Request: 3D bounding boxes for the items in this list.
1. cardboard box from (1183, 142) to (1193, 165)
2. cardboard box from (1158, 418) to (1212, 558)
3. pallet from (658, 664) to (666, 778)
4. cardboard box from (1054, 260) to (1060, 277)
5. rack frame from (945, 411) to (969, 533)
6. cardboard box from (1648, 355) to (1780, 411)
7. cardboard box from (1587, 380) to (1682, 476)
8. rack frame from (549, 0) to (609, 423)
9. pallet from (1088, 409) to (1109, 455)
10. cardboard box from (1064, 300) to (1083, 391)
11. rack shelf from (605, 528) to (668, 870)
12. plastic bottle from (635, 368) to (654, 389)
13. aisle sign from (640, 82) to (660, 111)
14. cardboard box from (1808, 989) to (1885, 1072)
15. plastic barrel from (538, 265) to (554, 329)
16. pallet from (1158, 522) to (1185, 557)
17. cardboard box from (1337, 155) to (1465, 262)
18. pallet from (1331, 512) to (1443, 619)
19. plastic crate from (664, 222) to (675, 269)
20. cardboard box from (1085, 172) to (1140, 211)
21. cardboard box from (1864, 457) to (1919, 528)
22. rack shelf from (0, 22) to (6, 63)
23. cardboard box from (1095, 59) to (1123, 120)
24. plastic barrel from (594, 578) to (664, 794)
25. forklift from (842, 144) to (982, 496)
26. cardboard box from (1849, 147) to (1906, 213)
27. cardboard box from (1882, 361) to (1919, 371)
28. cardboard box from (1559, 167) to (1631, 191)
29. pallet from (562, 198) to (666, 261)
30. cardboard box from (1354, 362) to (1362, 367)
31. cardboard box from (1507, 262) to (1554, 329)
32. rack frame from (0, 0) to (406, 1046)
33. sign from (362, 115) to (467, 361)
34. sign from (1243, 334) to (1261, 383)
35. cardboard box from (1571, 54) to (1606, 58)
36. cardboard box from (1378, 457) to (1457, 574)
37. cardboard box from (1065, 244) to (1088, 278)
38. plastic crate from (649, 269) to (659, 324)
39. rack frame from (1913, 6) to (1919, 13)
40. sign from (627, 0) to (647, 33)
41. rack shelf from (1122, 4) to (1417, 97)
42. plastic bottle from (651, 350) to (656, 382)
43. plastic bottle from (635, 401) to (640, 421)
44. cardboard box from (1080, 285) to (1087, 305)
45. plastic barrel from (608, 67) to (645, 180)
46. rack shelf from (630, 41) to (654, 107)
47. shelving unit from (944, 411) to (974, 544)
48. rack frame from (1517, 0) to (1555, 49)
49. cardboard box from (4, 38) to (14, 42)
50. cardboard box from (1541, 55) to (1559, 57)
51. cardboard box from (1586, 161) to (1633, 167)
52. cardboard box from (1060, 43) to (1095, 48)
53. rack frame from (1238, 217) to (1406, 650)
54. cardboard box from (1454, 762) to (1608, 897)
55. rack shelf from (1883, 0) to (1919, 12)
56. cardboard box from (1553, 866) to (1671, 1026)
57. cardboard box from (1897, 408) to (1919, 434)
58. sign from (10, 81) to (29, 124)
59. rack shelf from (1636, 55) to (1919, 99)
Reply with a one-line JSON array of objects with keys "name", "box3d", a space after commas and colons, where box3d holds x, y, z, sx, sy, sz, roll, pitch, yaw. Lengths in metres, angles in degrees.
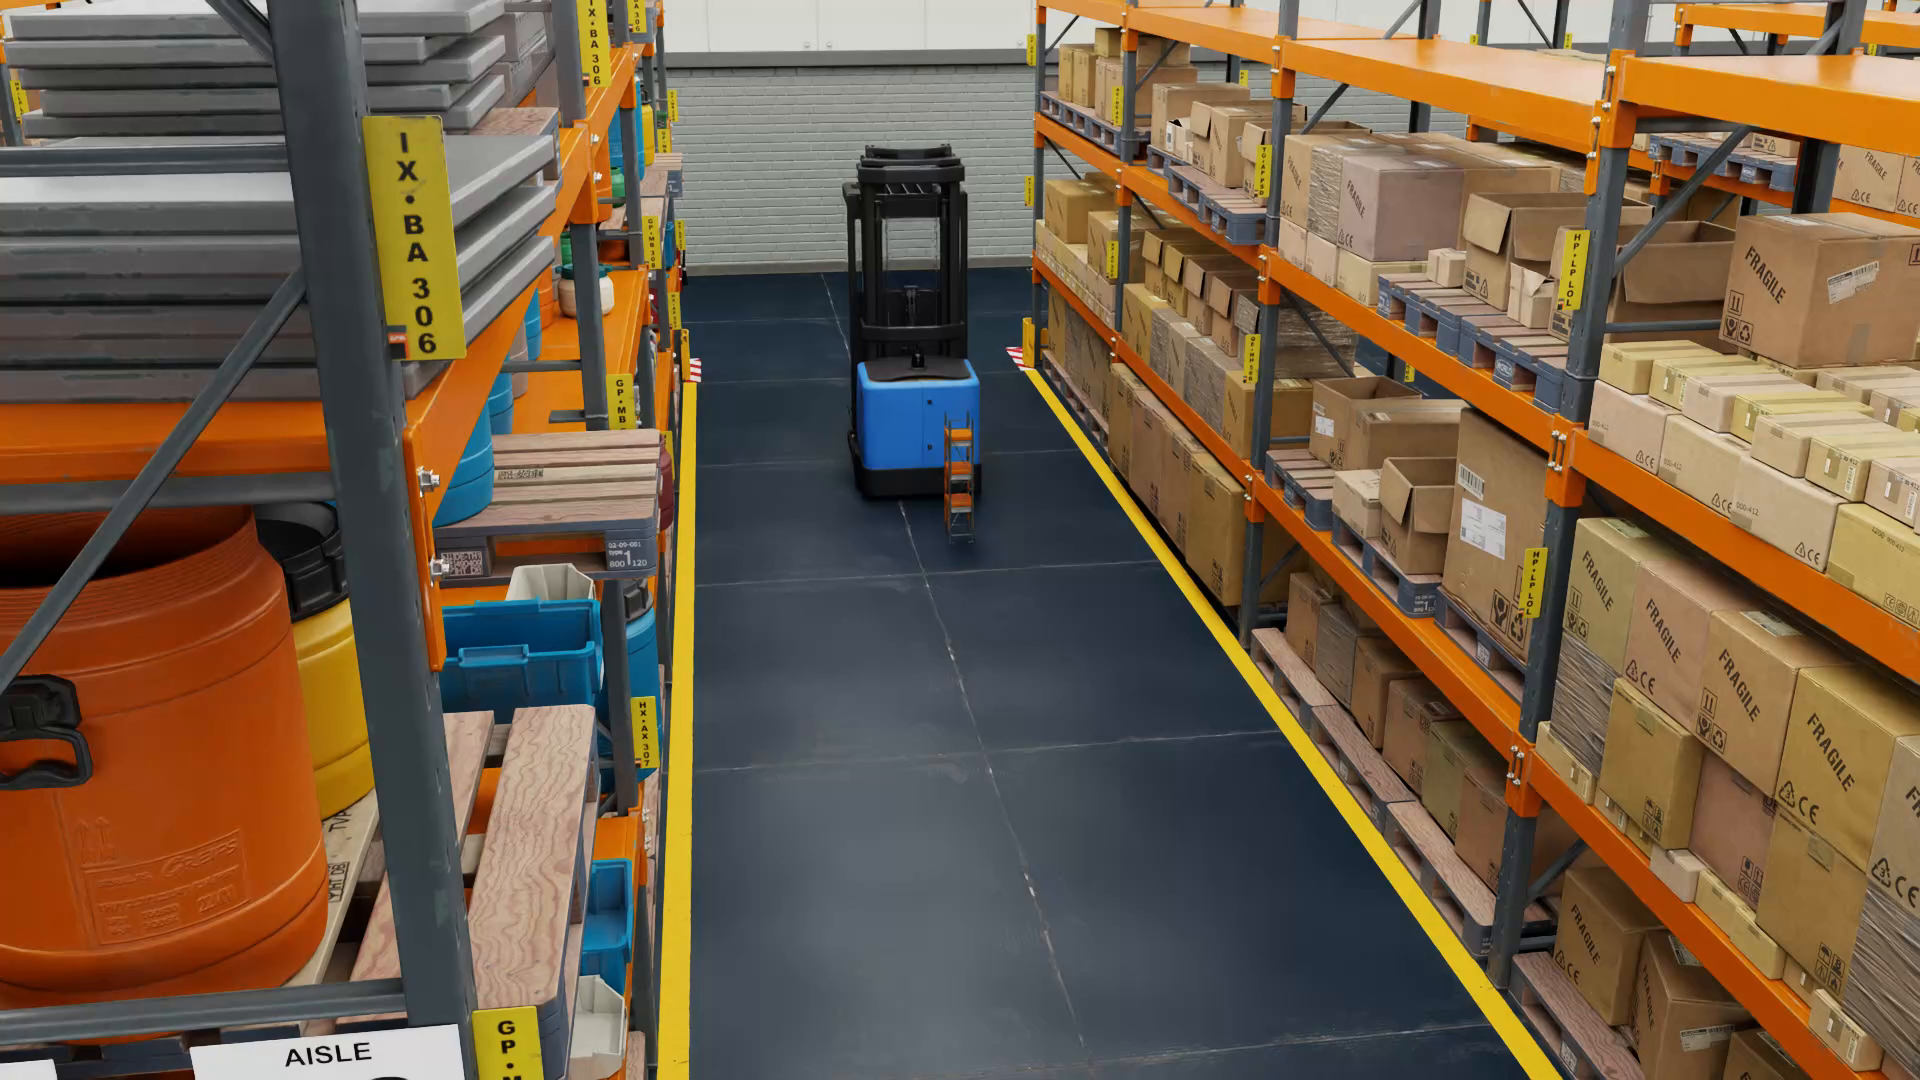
[{"name": "cardboard box", "box3d": [1.964, -3.028, 13.008, 0.380, 0.149, 0.250, -4, 21, -10]}, {"name": "cardboard box", "box3d": [2.274, -0.432, 13.023, 1.225, 0.875, 0.875, -3, 21, -8]}, {"name": "pallet", "box3d": [-2.354, 1.144, 10.350, 1.003, 0.211, 1.213, -3, 21, -8]}, {"name": "cardboard box", "box3d": [1.196, -2.839, 17.389, 0.380, 0.149, 0.250, -3, 21, -9]}, {"name": "rack frame", "box3d": [-0.025, -0.553, 13.695, 0.200, 1.050, 0.008, -3, 21, -8]}, {"name": "cardboard box", "box3d": [2.898, -0.602, 6.398, 0.380, 0.149, 0.250, -4, 21, -10]}, {"name": "cardboard box", "box3d": [2.862, -0.463, 6.596, 0.500, 0.250, 0.500, -4, 21, -10]}, {"name": "rack frame", "box3d": [-1.851, -1.857, 5.828, 1.000, 3.000, 0.127, -3, 21, -8]}, {"name": "pallet", "box3d": [1.865, -1.028, 16.166, 1.003, 0.211, 1.213, -3, 21, -8]}, {"name": "cardboard box", "box3d": [1.624, -2.120, 17.543, 0.875, 0.875, 0.875, -3, 21, -8]}, {"name": "rack shelf", "box3d": [-2.139, 0.597, 8.858, 1.077, 0.370, 4.000, -3, 21, -8]}, {"name": "plastic bottle", "box3d": [-2.449, -1.211, 12.848, 0.152, 0.276, 0.135, -3, 21, -8]}, {"name": "aisle sign", "box3d": [-3.301, -4.459, 17.653, 0.394, 0.787, 0.004, -3, 21, -8]}, {"name": "cardboard box", "box3d": [3.062, 1.603, 5.495, 0.380, 0.149, 0.250, -3, 21, -8]}, {"name": "plastic barrel", "box3d": [-2.429, -1.517, 8.589, 0.600, 0.830, 0.708, -3, 21, -8]}, {"name": "pallet", "box3d": [2.262, -0.074, 13.612, 1.003, 0.211, 1.213, -3, 21, -8]}, {"name": "cardboard box", "box3d": [2.436, -1.843, 9.218, 0.500, 0.500, 0.500, -4, 21, -9]}, {"name": "pallet", "box3d": [2.800, 0.091, 9.459, 1.003, 0.211, 1.213, -3, 21, -8]}, {"name": "plastic crate", "box3d": [-3.347, -3.140, 17.700, 0.616, 0.435, 0.499, -3, 21, -8]}, {"name": "cardboard box", "box3d": [1.651, -3.717, 18.098, 0.500, 0.500, 0.500, -3, 21, -7]}, {"name": "cardboard box", "box3d": [3.089, -0.154, 5.198, 0.380, 0.149, 0.250, -2, 21, -6]}, {"name": "rack shelf", "box3d": [-7.618, -3.162, 10.921, 1.077, 0.370, 4.000, -3, 21, -8]}, {"name": "cardboard box", "box3d": [1.652, -4.217, 15.546, 0.700, 0.500, 0.500, -2, 21, -5]}, {"name": "plastic barrel", "box3d": [-1.606, 0.569, 7.189, 0.600, 0.901, 0.708, -3, 21, -8]}, {"name": "forklift", "box3d": [-0.504, -2.235, 15.510, 1.130, 2.935, 3.031, -2, 21, -7]}, {"name": "cardboard box", "box3d": [6.978, -2.706, 12.245, 0.500, 0.500, 0.500, -3, 21, -8]}, {"name": "cardboard box", "box3d": [6.875, -1.263, 12.146, 0.380, 0.149, 0.250, -2, 21, -7]}, {"name": "cardboard box", "box3d": [6.345, -3.442, 16.648, 0.500, 0.500, 0.500, -2, 21, -6]}, {"name": "pallet", "box3d": [-2.441, -2.019, 10.816, 1.003, 0.211, 1.213, -3, 21, -8]}, {"name": "cardboard box", "box3d": [2.597, -1.089, 12.202, 0.500, 0.500, 0.500, -3, 21, -9]}, {"name": "cardboard box", "box3d": [2.816, -1.156, 7.830, 0.396, 0.266, 0.258, -2, 21, -6]}, {"name": "rack frame", "box3d": [-1.271, -0.473, 2.121, 0.949, 2.616, 0.053, -3, 21, -8]}, {"name": "sign", "box3d": [-0.729, -0.401, 2.227, 0.100, 0.325, 0.005, -3, 21, -8]}, {"name": "sign", "box3d": [1.925, -1.195, 10.974, 0.100, 0.325, 0.005, -3, 21, -8]}, {"name": "cardboard box", "box3d": [6.704, -5.057, 17.613, 0.380, 0.149, 0.250, -3, 21, -7]}, {"name": "cardboard box", "box3d": [2.709, -0.138, 9.050, 0.797, 0.503, 0.637, -1, 20, -2]}, {"name": "cardboard box", "box3d": [1.354, -2.807, 16.733, 0.500, 0.250, 0.500, -3, 21, -9]}, {"name": "plastic crate", "box3d": [-2.884, -2.197, 15.134, 0.402, 0.464, 0.583, -3, 21, -8]}, {"name": "rack frame", "box3d": [11.131, -6.762, 18.960, 0.949, 2.616, 0.053, -3, 21, -8]}, {"name": "sign", "box3d": [-1.884, -3.121, 9.673, 0.100, 0.325, 0.005, -3, 21, -8]}, {"name": "rack shelf", "box3d": [2.186, -3.660, 12.255, 1.077, 0.370, 4.000, -3, 21, -8]}, {"name": "plastic bottle", "box3d": [-2.521, -1.428, 13.323, 0.144, 0.351, 0.185, -3, 21, -8]}, {"name": "plastic bottle", "box3d": [-2.278, -0.866, 11.931, 0.097, 0.271, 0.097, 0, 20, 0]}, {"name": "cardboard box", "box3d": [1.381, -2.394, 16.199, 0.380, 0.149, 0.250, -3, 21, -7]}, {"name": "plastic barrel", "box3d": [-2.606, -3.071, 12.046, 0.600, 0.901, 0.708, -3, 21, -8]}, {"name": "rack shelf", "box3d": [-2.715, -3.411, 11.586, 1.077, 0.370, 4.000, -3, 21, -8]}, {"name": "shelving unit", "box3d": [-0.008, -0.510, 13.582, 0.215, 1.050, 0.252, -3, 21, -8]}, {"name": "rack frame", "box3d": [6.240, -6.477, 18.197, 0.949, 2.616, 0.053, -3, 21, -8]}, {"name": "cardboard box", "box3d": [-8.246, -4.174, 14.745, 0.700, 0.500, 0.500, -3, 21, -8]}, {"name": "cardboard box", "box3d": [6.085, -5.028, 17.534, 0.380, 0.149, 0.250, -3, 21, -7]}, {"name": "cardboard box", "box3d": [6.792, -3.638, 17.171, 0.500, 0.500, 0.500, -4, 21, -10]}, {"name": "cardboard box", "box3d": [1.449, -4.970, 17.563, 0.700, 0.500, 0.500, -4, 21, -11]}, {"name": "rack frame", "box3d": [2.474, -0.682, 11.255, 1.000, 3.000, 0.127, -3, 21, -8]}, {"name": "cardboard box", "box3d": [2.984, 1.454, 8.479, 0.700, 0.500, 0.500, -5, 21, -12]}, {"name": "rack shelf", "box3d": [11.416, -5.545, 17.301, 1.077, 0.370, 4.000, -3, 21, -8]}, {"name": "cardboard box", "box3d": [3.069, 1.818, 7.534, 0.500, 0.500, 0.500, -4, 21, -9]}, {"name": "cardboard box", "box3d": [3.483, -0.354, 5.733, 0.380, 0.149, 0.250, -2, 21, -6]}, {"name": "sign", "box3d": [-7.357, -3.430, 13.022, 0.100, 0.325, 0.005, -3, 21, -8]}, {"name": "rack shelf", "box3d": [3.339, -1.168, 4.735, 0.919, 0.124, 3.809, -3, 21, -8]}]
